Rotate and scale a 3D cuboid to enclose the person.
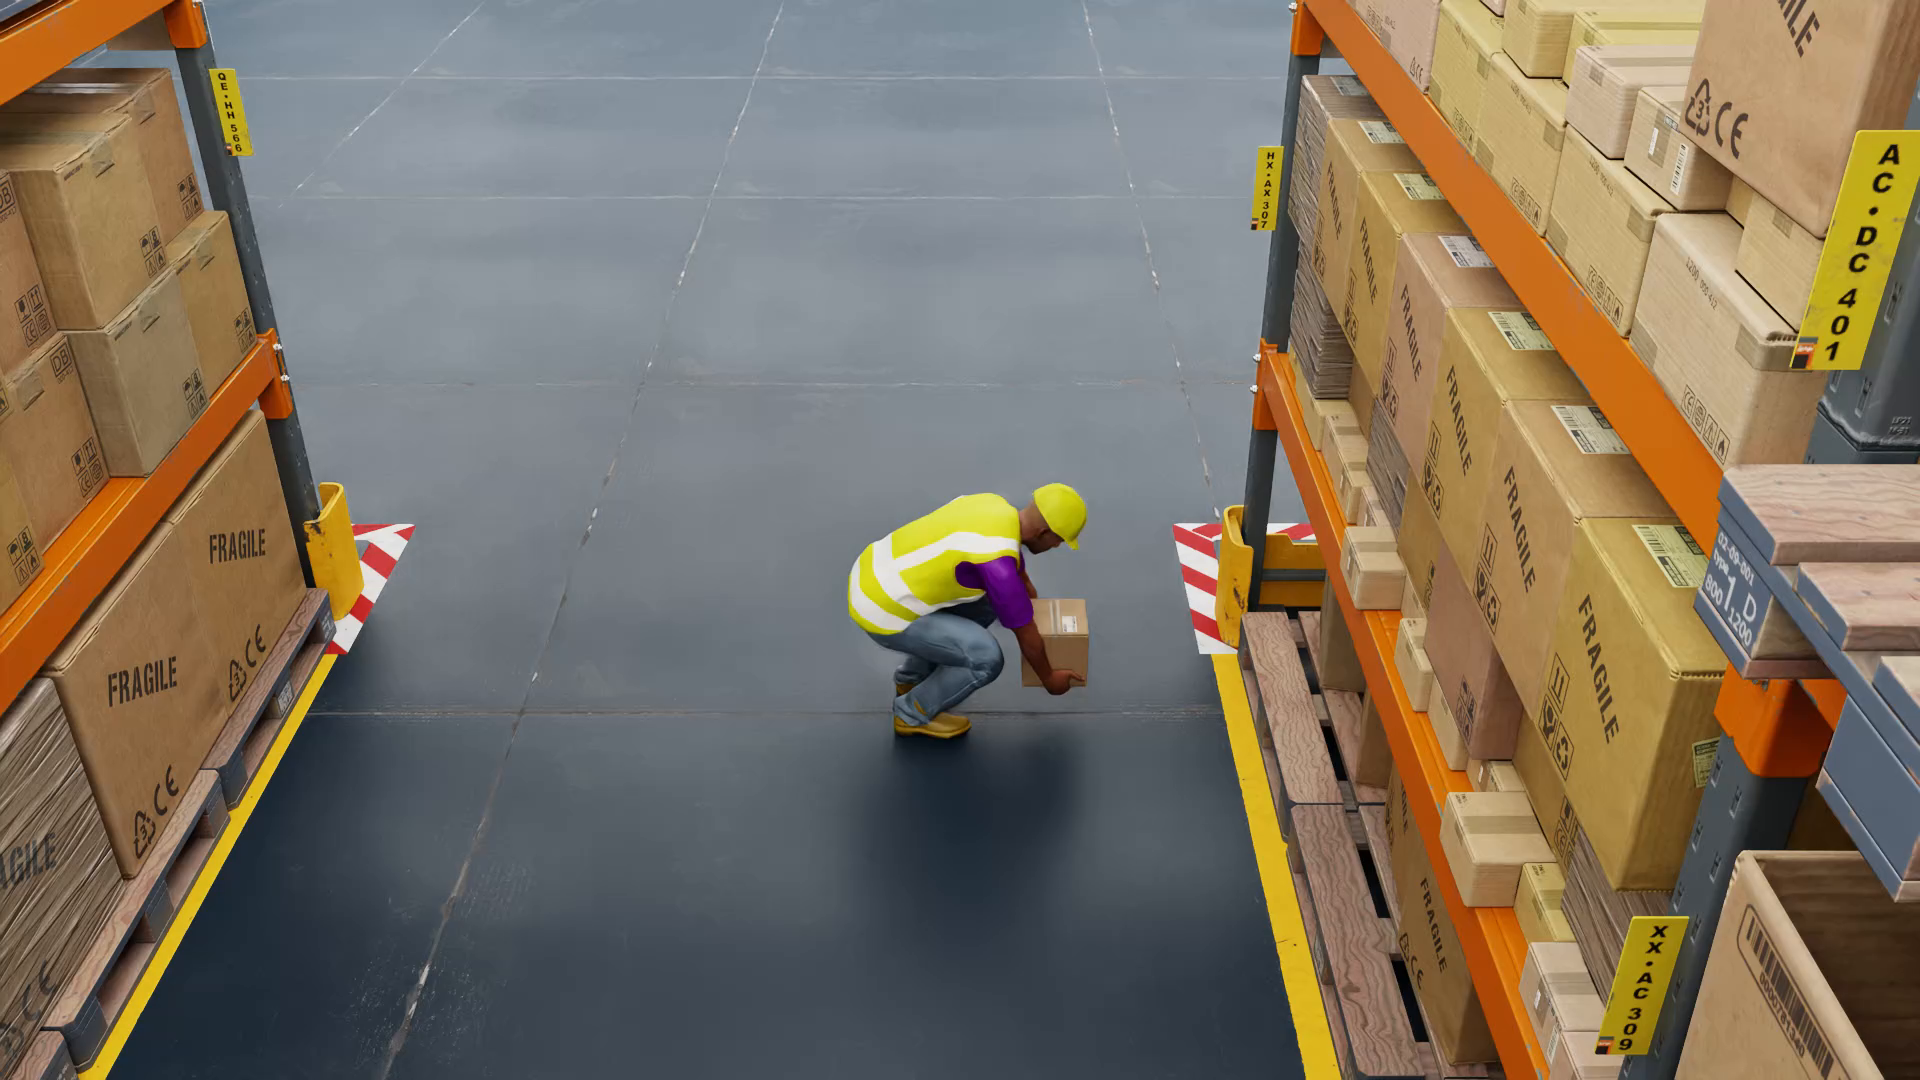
[{"bbox_3d":[0.027,0.242,6.449,0.918,1.008,0.534,-1,31,-2],"label":"person"}]
